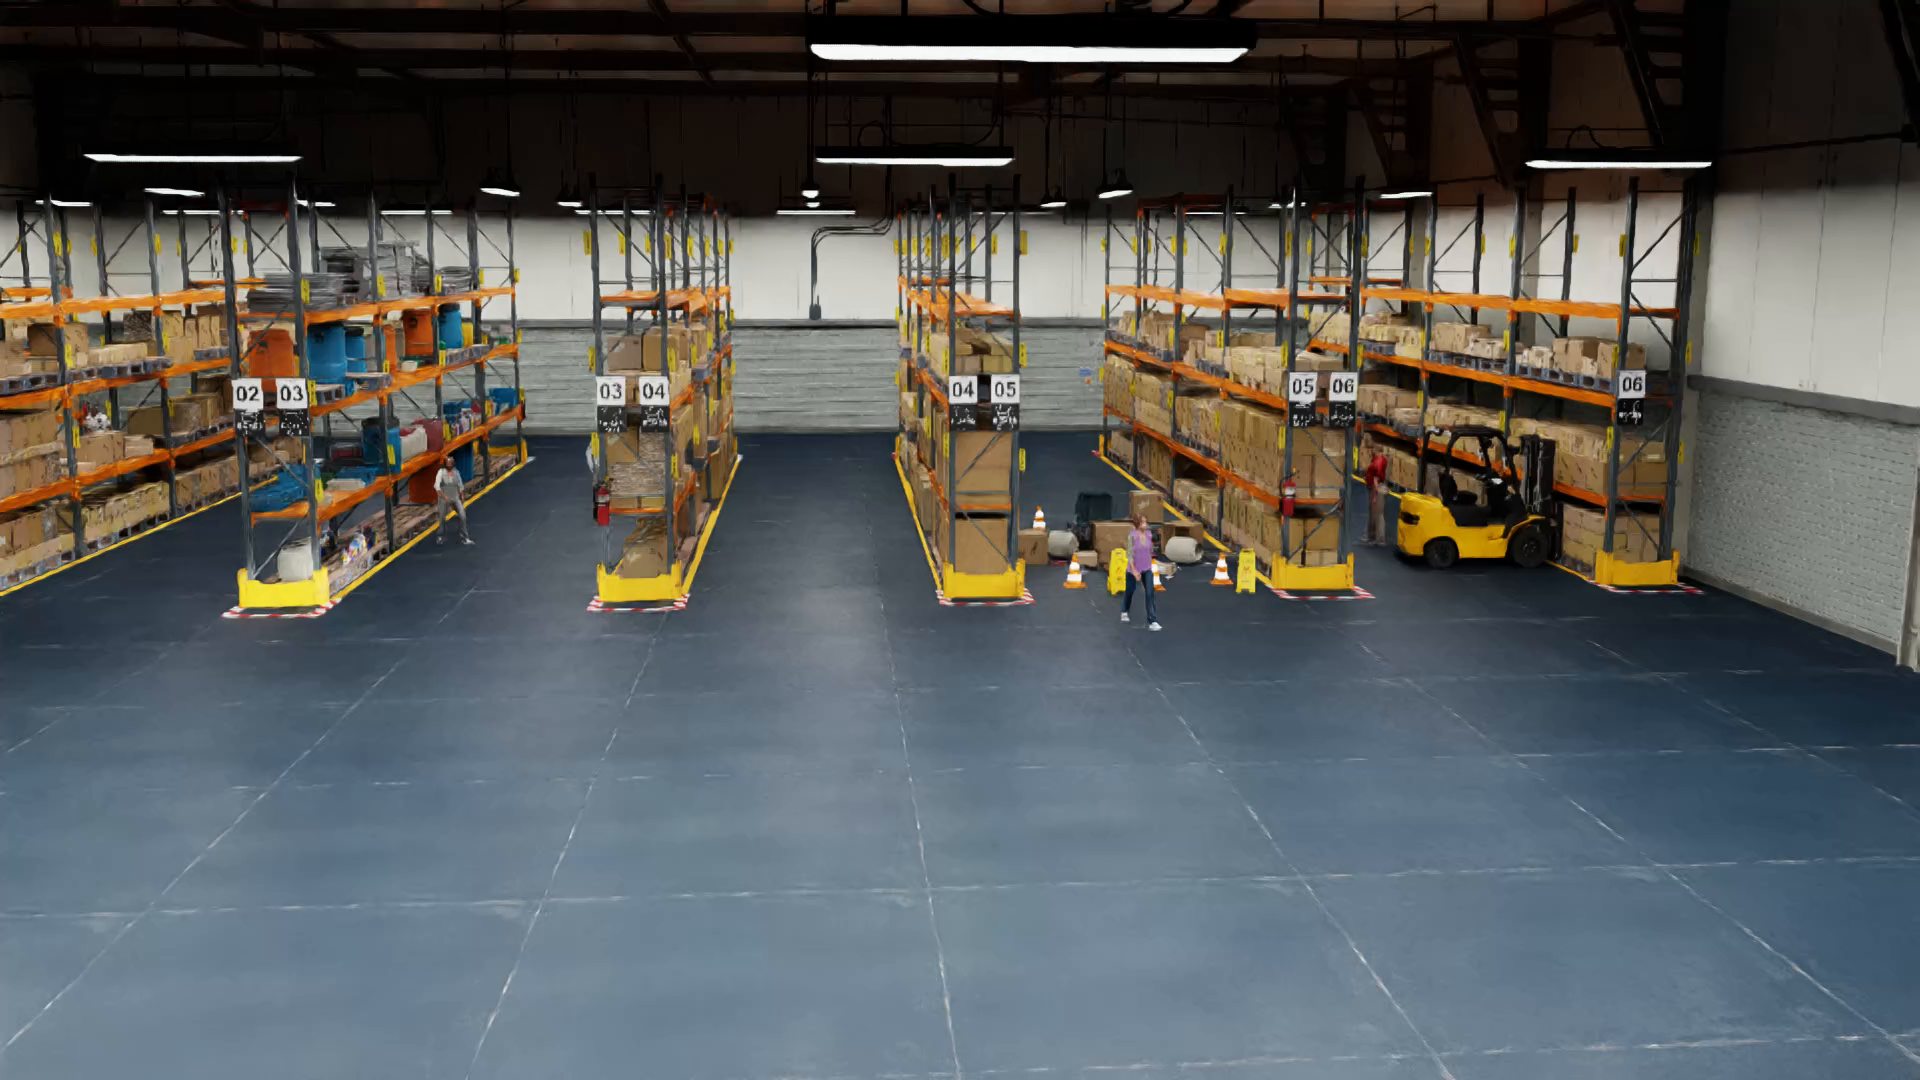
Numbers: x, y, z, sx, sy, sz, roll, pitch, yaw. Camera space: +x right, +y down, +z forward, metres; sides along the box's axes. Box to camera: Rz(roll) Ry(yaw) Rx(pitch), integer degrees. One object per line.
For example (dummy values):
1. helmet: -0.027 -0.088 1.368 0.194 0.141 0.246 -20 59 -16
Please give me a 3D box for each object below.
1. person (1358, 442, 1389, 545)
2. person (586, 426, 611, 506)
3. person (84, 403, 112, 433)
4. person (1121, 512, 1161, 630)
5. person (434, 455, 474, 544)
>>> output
1. person: 7.010 -0.793 28.189 0.491 1.723 0.588 5 11 24
2. person: -6.904 -1.436 32.177 0.639 1.631 0.508 -1 10 -7
3. person: -19.012 -2.230 36.698 0.592 1.625 0.532 -1 10 -7
4. person: 2.372 0.385 22.031 0.412 1.533 0.955 -2 10 -12
5. person: -8.619 -0.686 28.122 0.562 1.536 0.737 -5 11 -28
